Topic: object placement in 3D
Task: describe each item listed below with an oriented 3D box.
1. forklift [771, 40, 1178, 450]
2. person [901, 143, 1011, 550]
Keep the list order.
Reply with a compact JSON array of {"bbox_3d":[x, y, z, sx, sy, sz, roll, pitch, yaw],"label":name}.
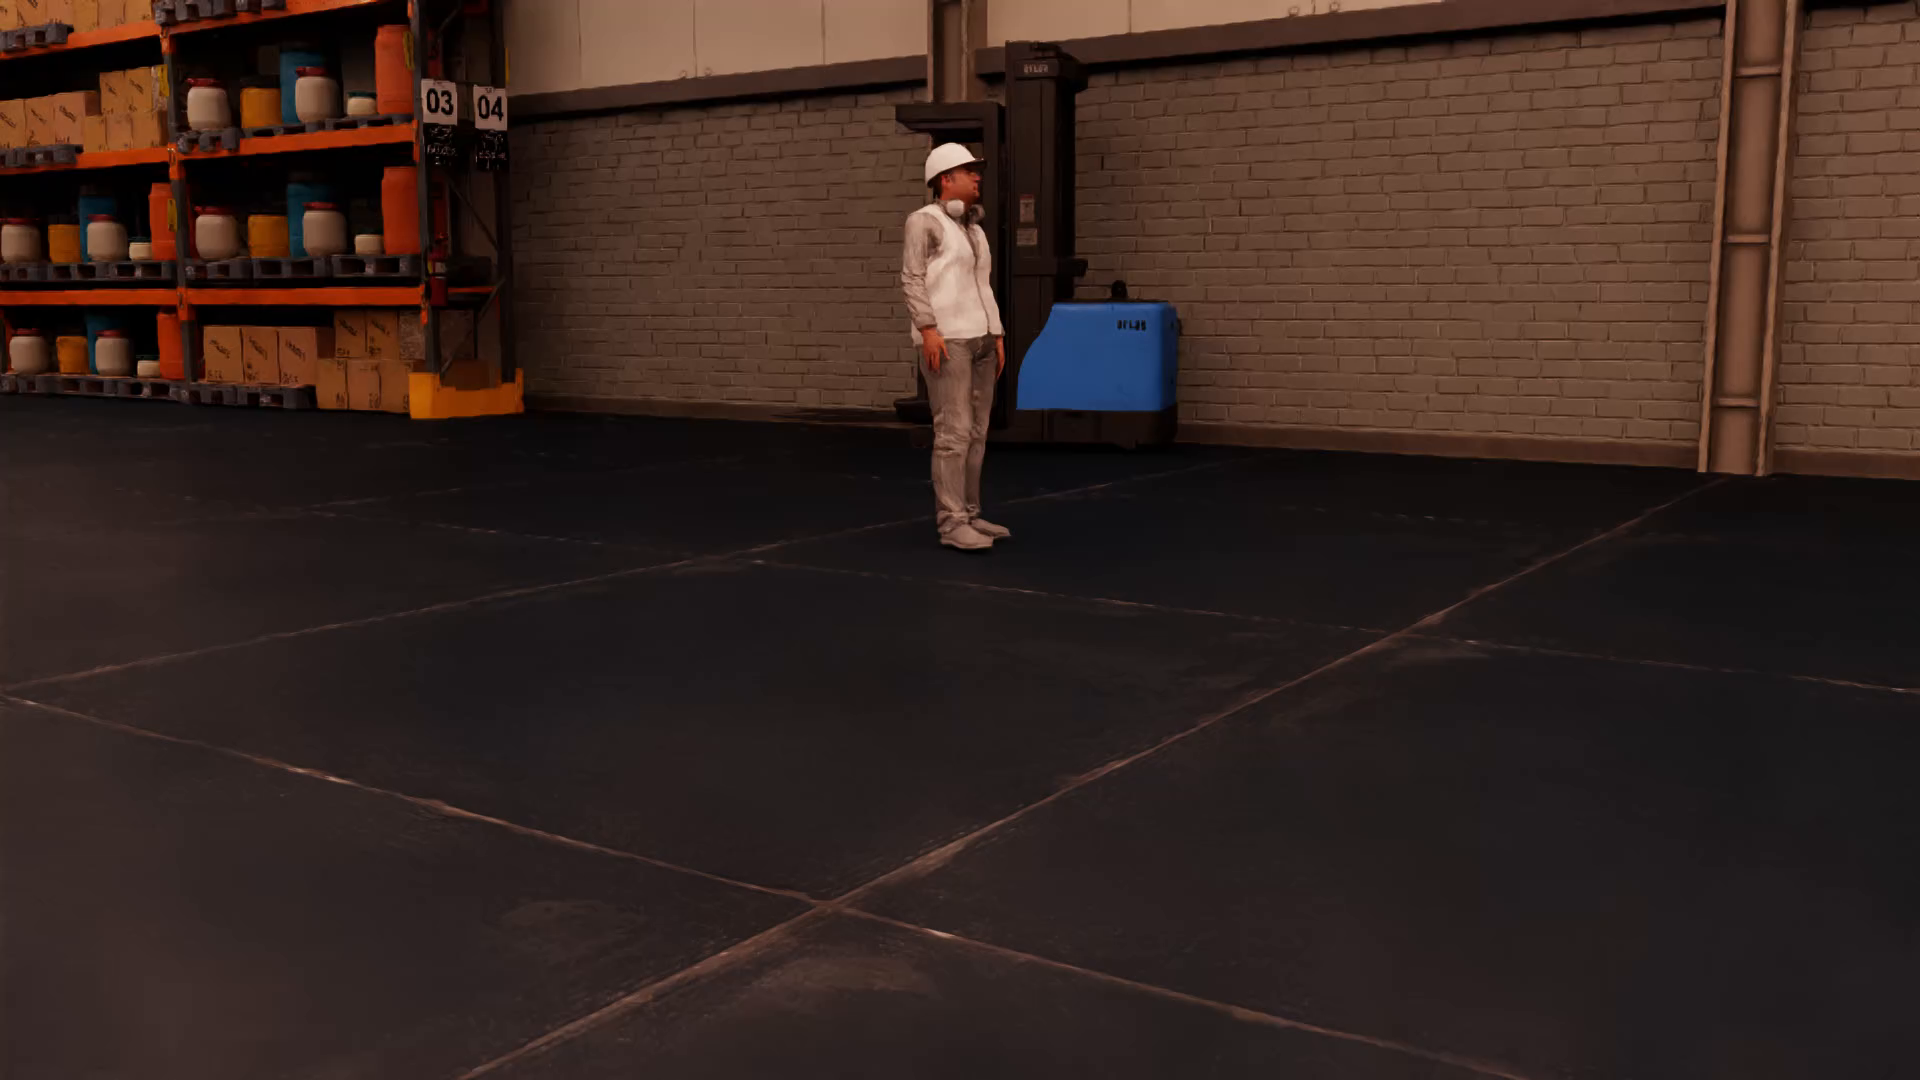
[{"bbox_3d":[0.098,-2.185,12.559,3.031,2.935,1.130,2,8,14],"label":"forklift"},{"bbox_3d":[0.047,-0.880,7.437,0.567,1.773,0.632,5,10,34],"label":"person"}]
